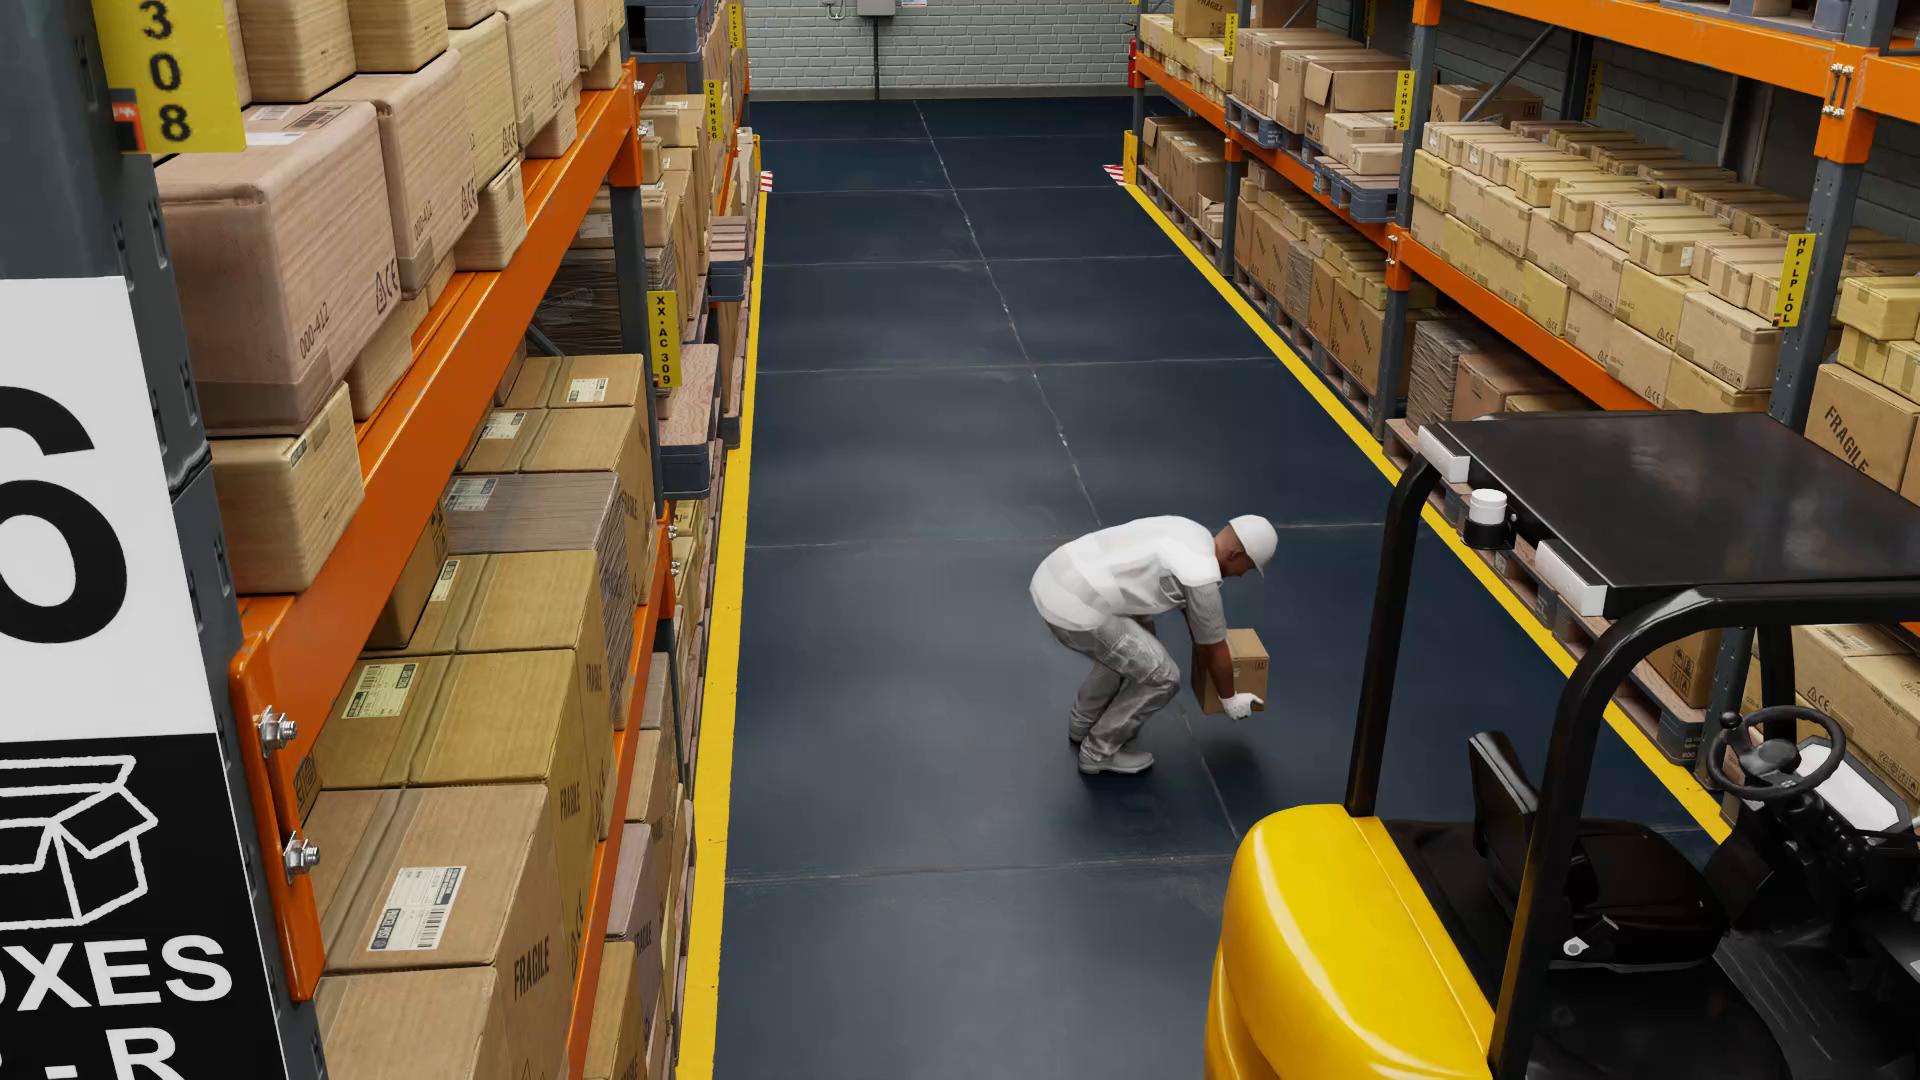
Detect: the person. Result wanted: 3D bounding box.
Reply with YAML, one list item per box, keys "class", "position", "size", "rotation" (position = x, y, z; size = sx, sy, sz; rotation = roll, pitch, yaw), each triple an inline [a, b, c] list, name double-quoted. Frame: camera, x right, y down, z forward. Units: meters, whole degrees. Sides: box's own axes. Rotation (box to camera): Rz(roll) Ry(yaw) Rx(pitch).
- class: "person"
  position: [0.767, 0.392, 6.650]
  size: [0.976, 1.005, 0.545]
  rotation: [-3, 24, -7]
